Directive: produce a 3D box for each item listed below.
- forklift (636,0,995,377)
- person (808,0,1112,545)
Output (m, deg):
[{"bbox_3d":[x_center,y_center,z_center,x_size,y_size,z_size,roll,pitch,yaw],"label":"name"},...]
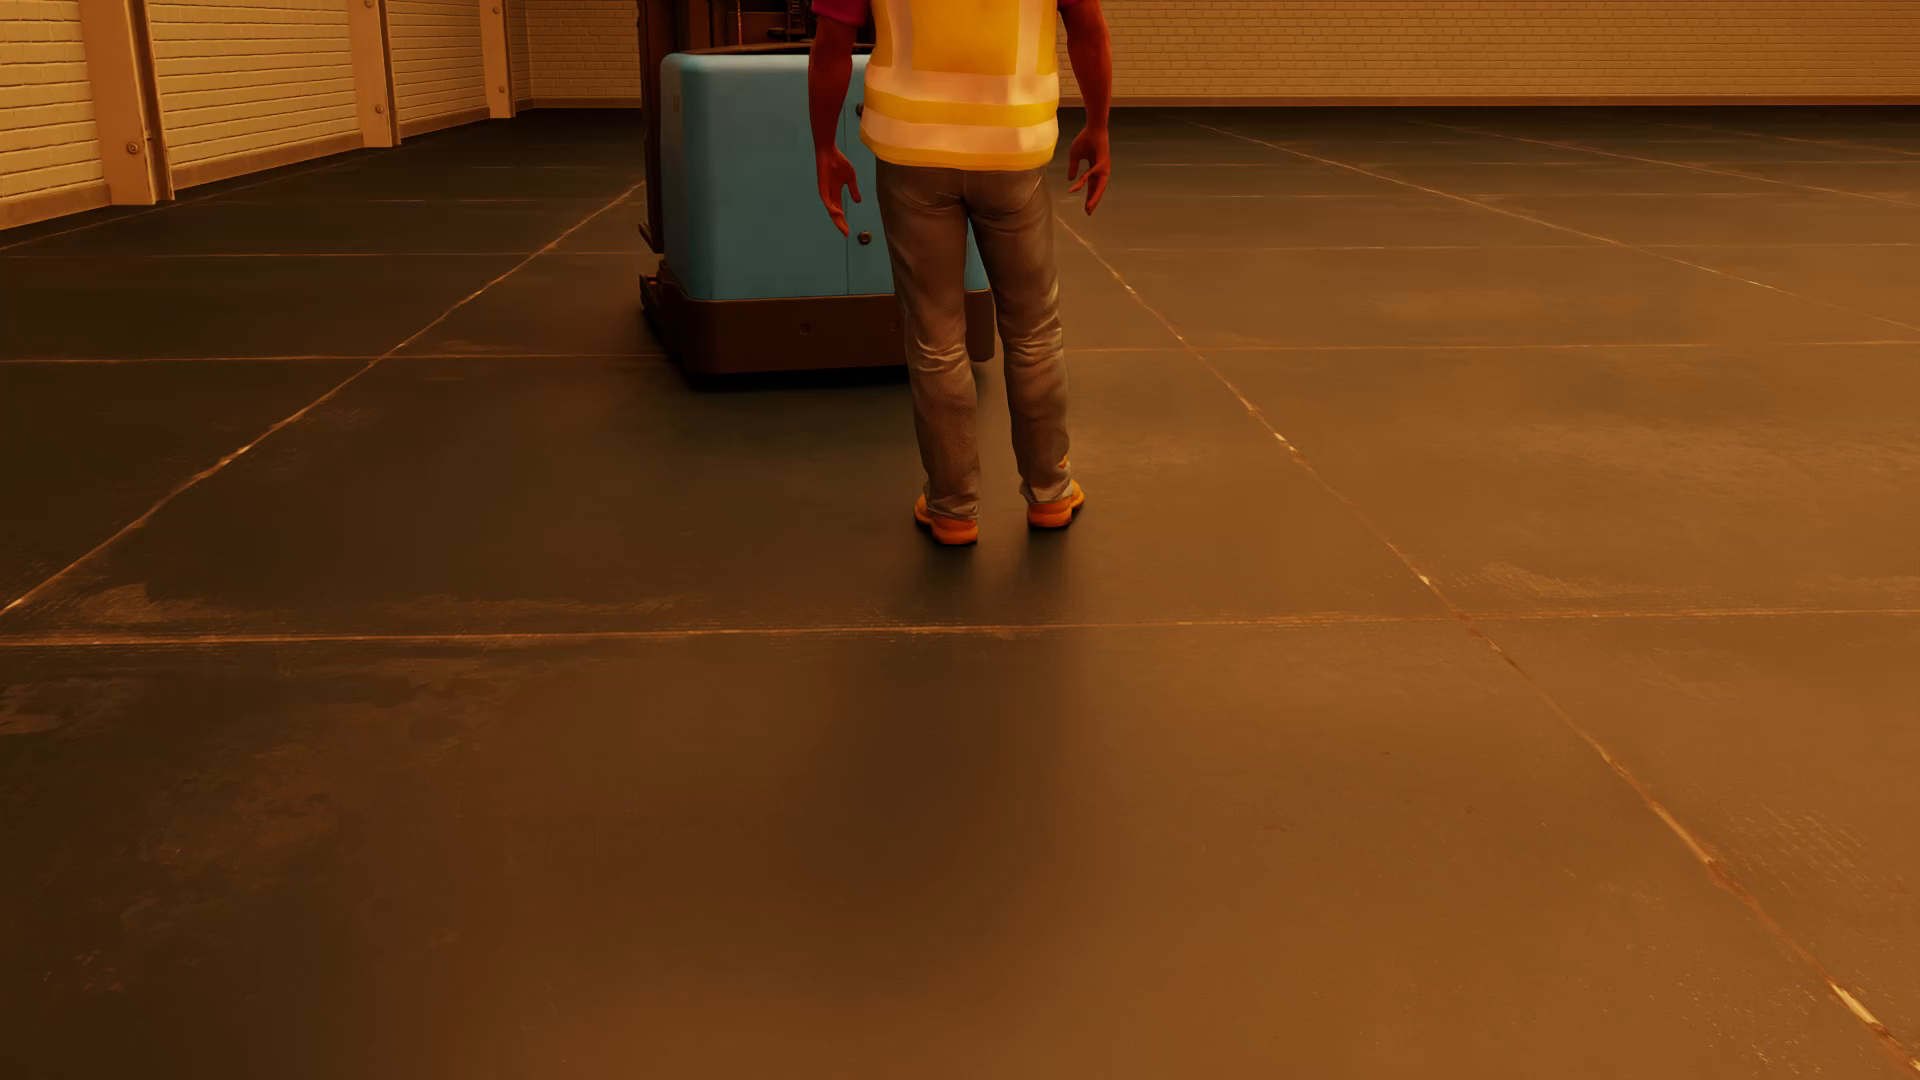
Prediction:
[{"bbox_3d":[-0.744,-2.336,6.542,1.130,2.935,3.031,-4,18,-14],"label":"forklift"},{"bbox_3d":[0.001,-0.872,3.725,0.666,1.768,0.575,-1,17,-3],"label":"person"}]
